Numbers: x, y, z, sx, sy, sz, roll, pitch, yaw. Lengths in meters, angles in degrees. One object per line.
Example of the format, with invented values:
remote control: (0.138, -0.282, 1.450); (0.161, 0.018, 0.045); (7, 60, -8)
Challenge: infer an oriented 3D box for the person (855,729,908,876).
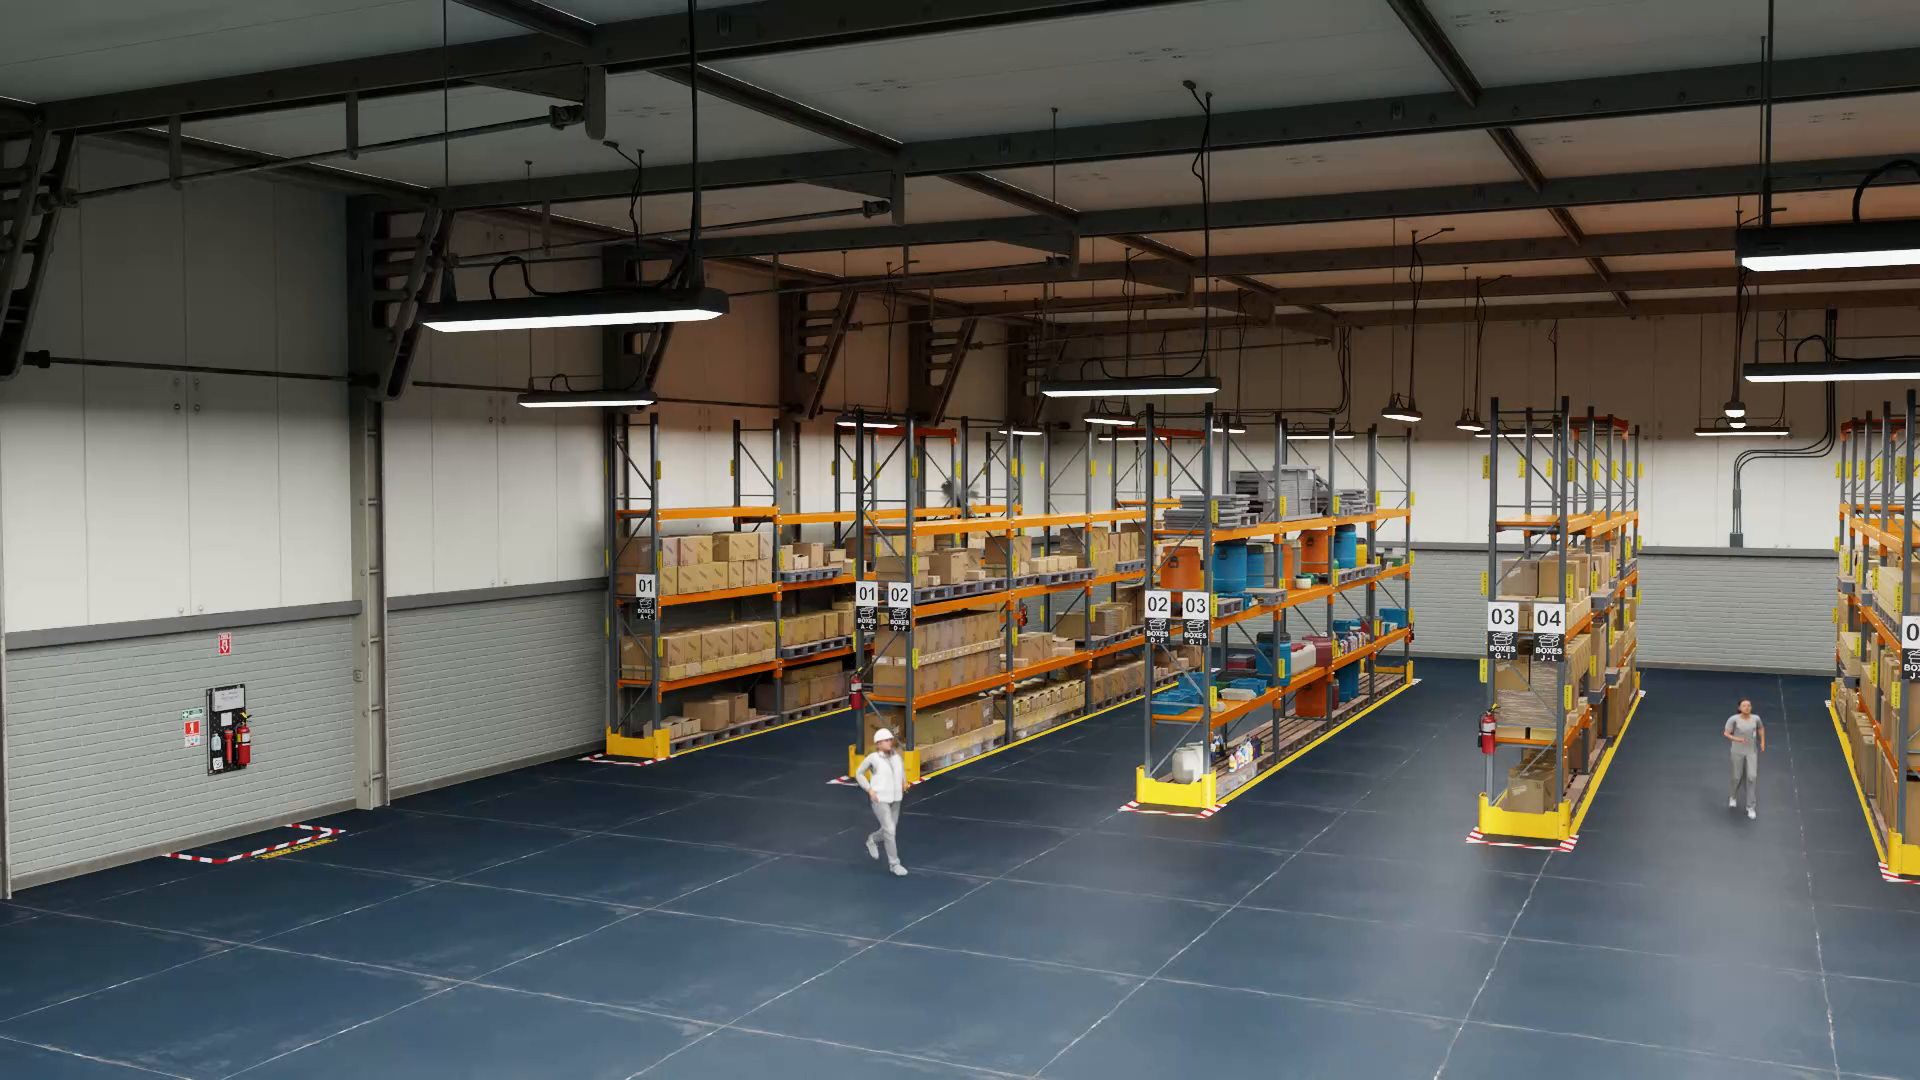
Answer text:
person: (-0.934, 3.231, 20.727); (0.667, 1.760, 0.913); (-2, 3, -41)

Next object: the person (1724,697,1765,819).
person: (11.443, 3.144, 24.273); (0.581, 1.717, 0.823); (1, 2, 12)
